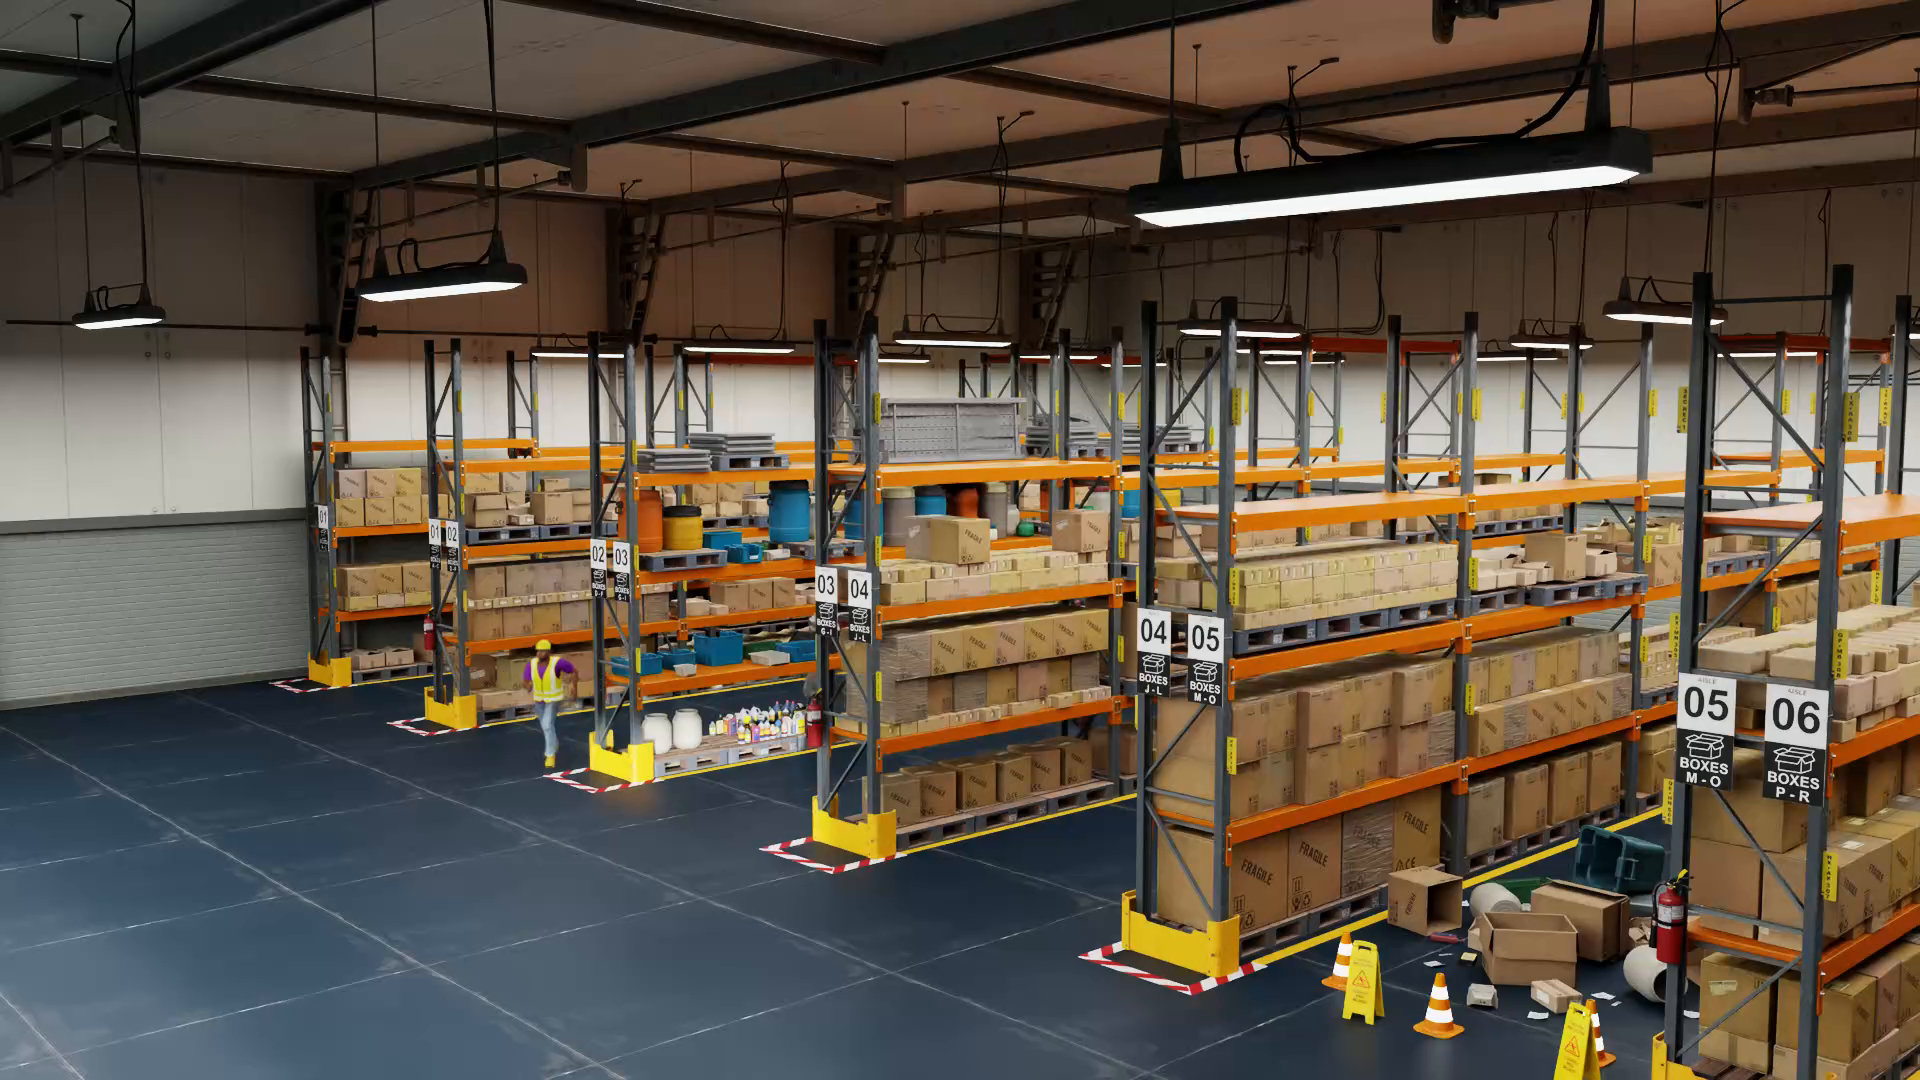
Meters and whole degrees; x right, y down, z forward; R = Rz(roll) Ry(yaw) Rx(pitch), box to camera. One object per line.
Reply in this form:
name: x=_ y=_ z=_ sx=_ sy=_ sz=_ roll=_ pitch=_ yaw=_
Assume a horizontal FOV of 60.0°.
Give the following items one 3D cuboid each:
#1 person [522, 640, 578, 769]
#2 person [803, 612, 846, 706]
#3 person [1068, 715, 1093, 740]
person: x=-5.717 y=2.260 z=23.200 sx=0.729 sy=1.782 sz=0.842 roll=1 pitch=5 yaw=14
person: x=-2.083 y=1.967 z=26.584 sx=0.703 sy=1.712 sz=0.839 roll=2 pitch=5 yaw=18
person: x=1.796 y=2.219 z=23.897 sx=0.471 sy=1.745 sz=0.647 roll=-1 pitch=5 yaw=-11
